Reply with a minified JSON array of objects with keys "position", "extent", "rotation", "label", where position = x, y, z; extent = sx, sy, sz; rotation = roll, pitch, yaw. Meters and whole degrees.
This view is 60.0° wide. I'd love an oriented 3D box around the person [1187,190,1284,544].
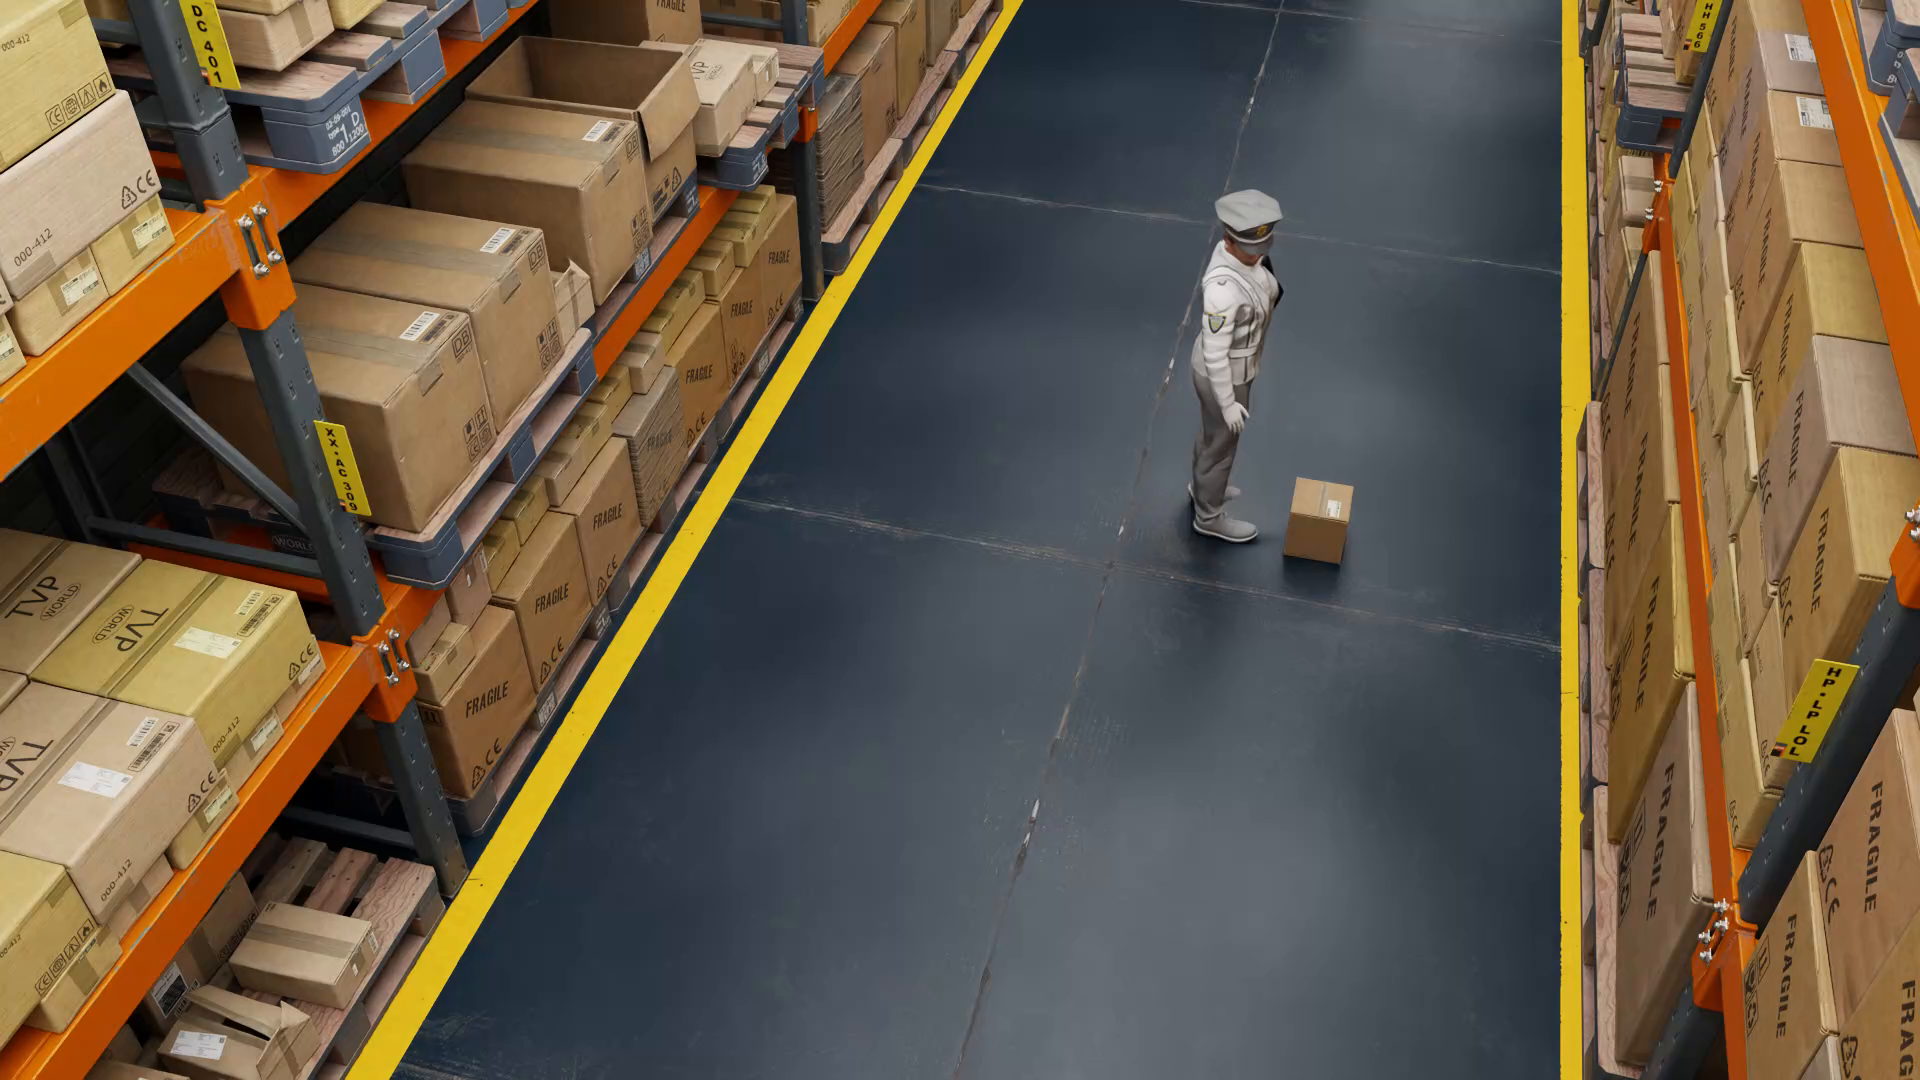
[{"position":[1.153,-0.687,6.952],"extent":[0.383,1.717,0.584],"rotation":[11,42,12],"label":"person"}]
